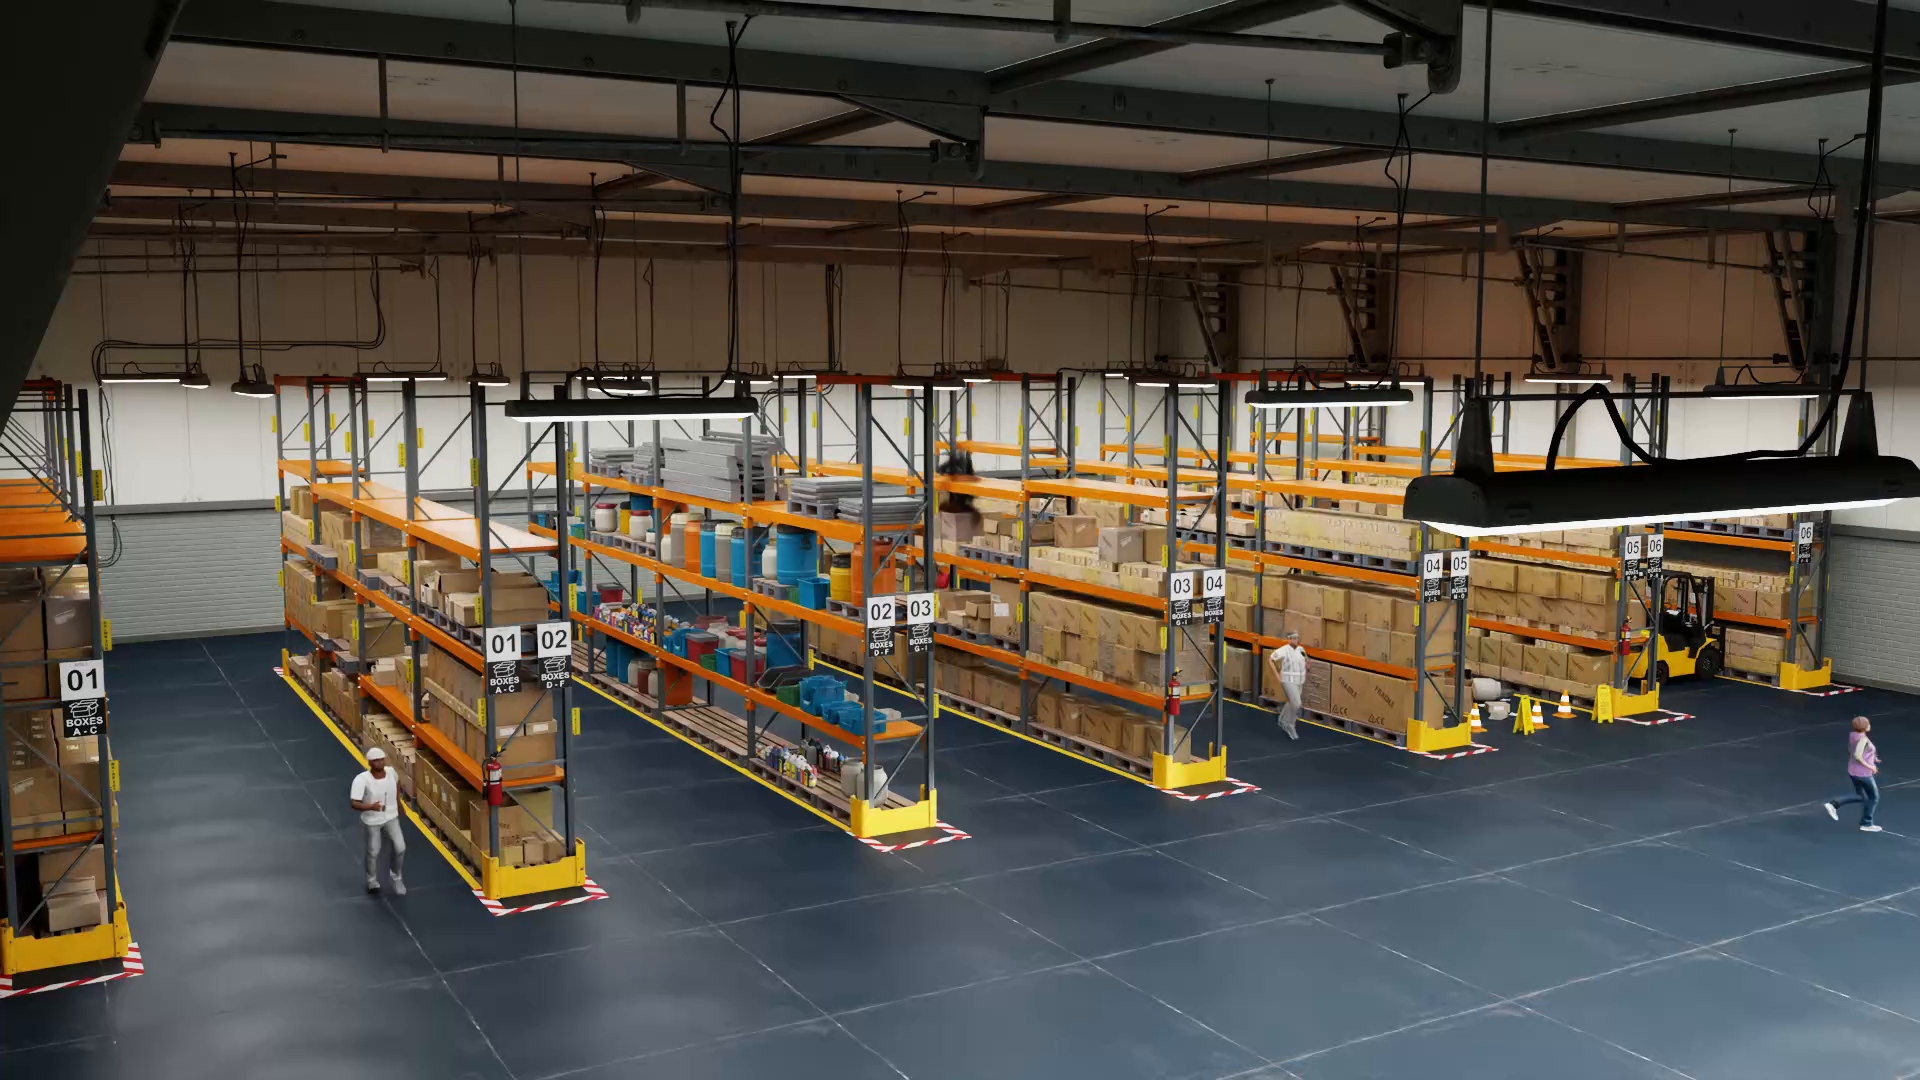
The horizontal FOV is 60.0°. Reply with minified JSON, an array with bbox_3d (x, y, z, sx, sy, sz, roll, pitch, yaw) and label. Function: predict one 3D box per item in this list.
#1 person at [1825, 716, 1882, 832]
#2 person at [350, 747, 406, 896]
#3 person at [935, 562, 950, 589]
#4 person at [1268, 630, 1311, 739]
[{"bbox_3d":[12.007,3.124,22.254,0.705,1.555,0.544,1,6,10],"label":"person"},{"bbox_3d":[-6.815,3.319,19.558,0.700,1.788,0.737,-5,8,-40],"label":"person"},{"bbox_3d":[-0.493,1.354,37.881,0.675,1.730,0.837,-3,7,-22],"label":"person"},{"bbox_3d":[5.577,2.413,27.890,0.631,1.850,0.768,-5,8,-36],"label":"person"}]
